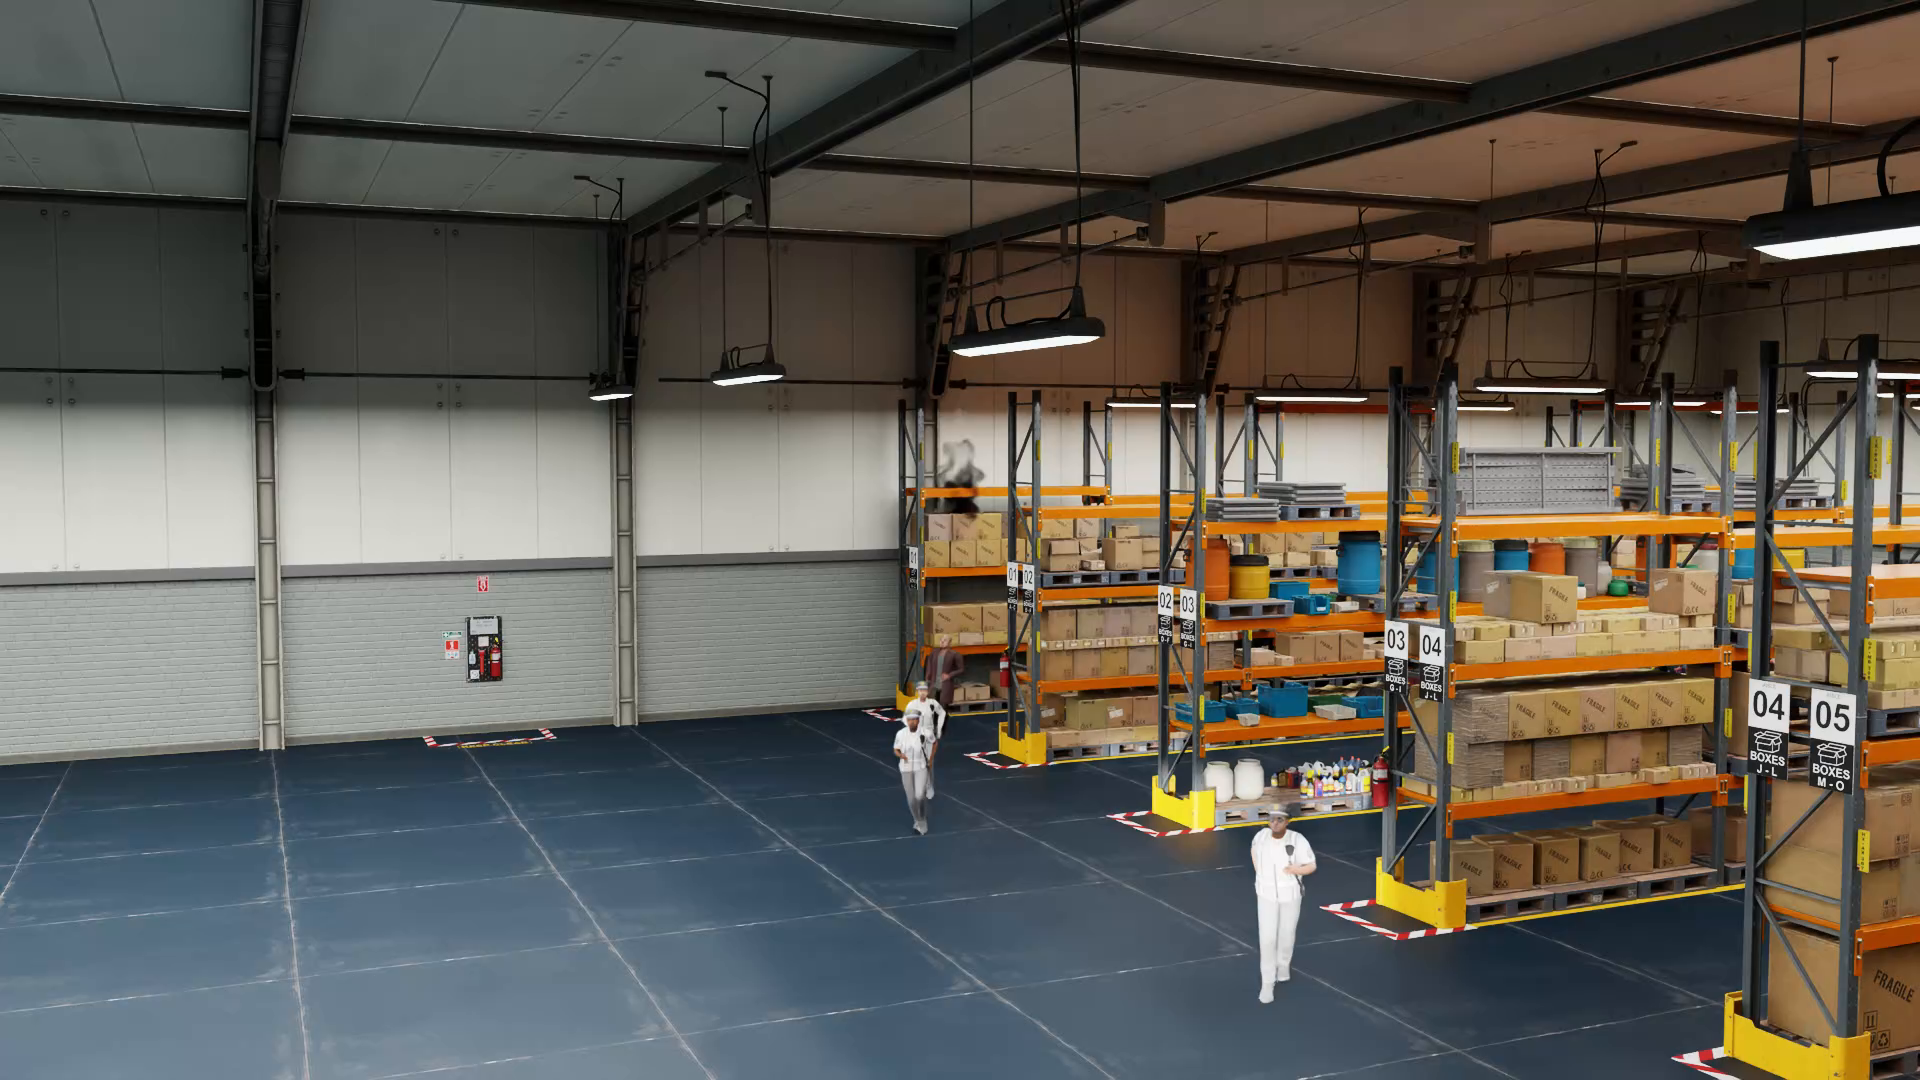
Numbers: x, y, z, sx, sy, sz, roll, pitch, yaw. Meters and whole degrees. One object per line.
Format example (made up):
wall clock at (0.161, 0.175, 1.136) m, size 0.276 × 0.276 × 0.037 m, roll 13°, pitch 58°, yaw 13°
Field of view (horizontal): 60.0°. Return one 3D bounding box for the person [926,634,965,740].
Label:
person at (-0.286, 2.426, 27.215) m, size 0.726 × 1.780 × 0.580 m, roll 1°, pitch 4°, yaw 24°

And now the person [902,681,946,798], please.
person at (-0.536, 2.904, 24.289) m, size 0.605 × 1.722 × 0.703 m, roll 0°, pitch 3°, yaw 6°

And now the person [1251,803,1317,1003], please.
person at (3.033, 3.376, 15.645) m, size 0.629 × 1.851 × 0.811 m, roll 1°, pitch 3°, yaw 15°

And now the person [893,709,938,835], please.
person at (-0.598, 3.040, 21.915) m, size 0.566 × 1.675 × 0.702 m, roll 0°, pitch 3°, yaw 8°
